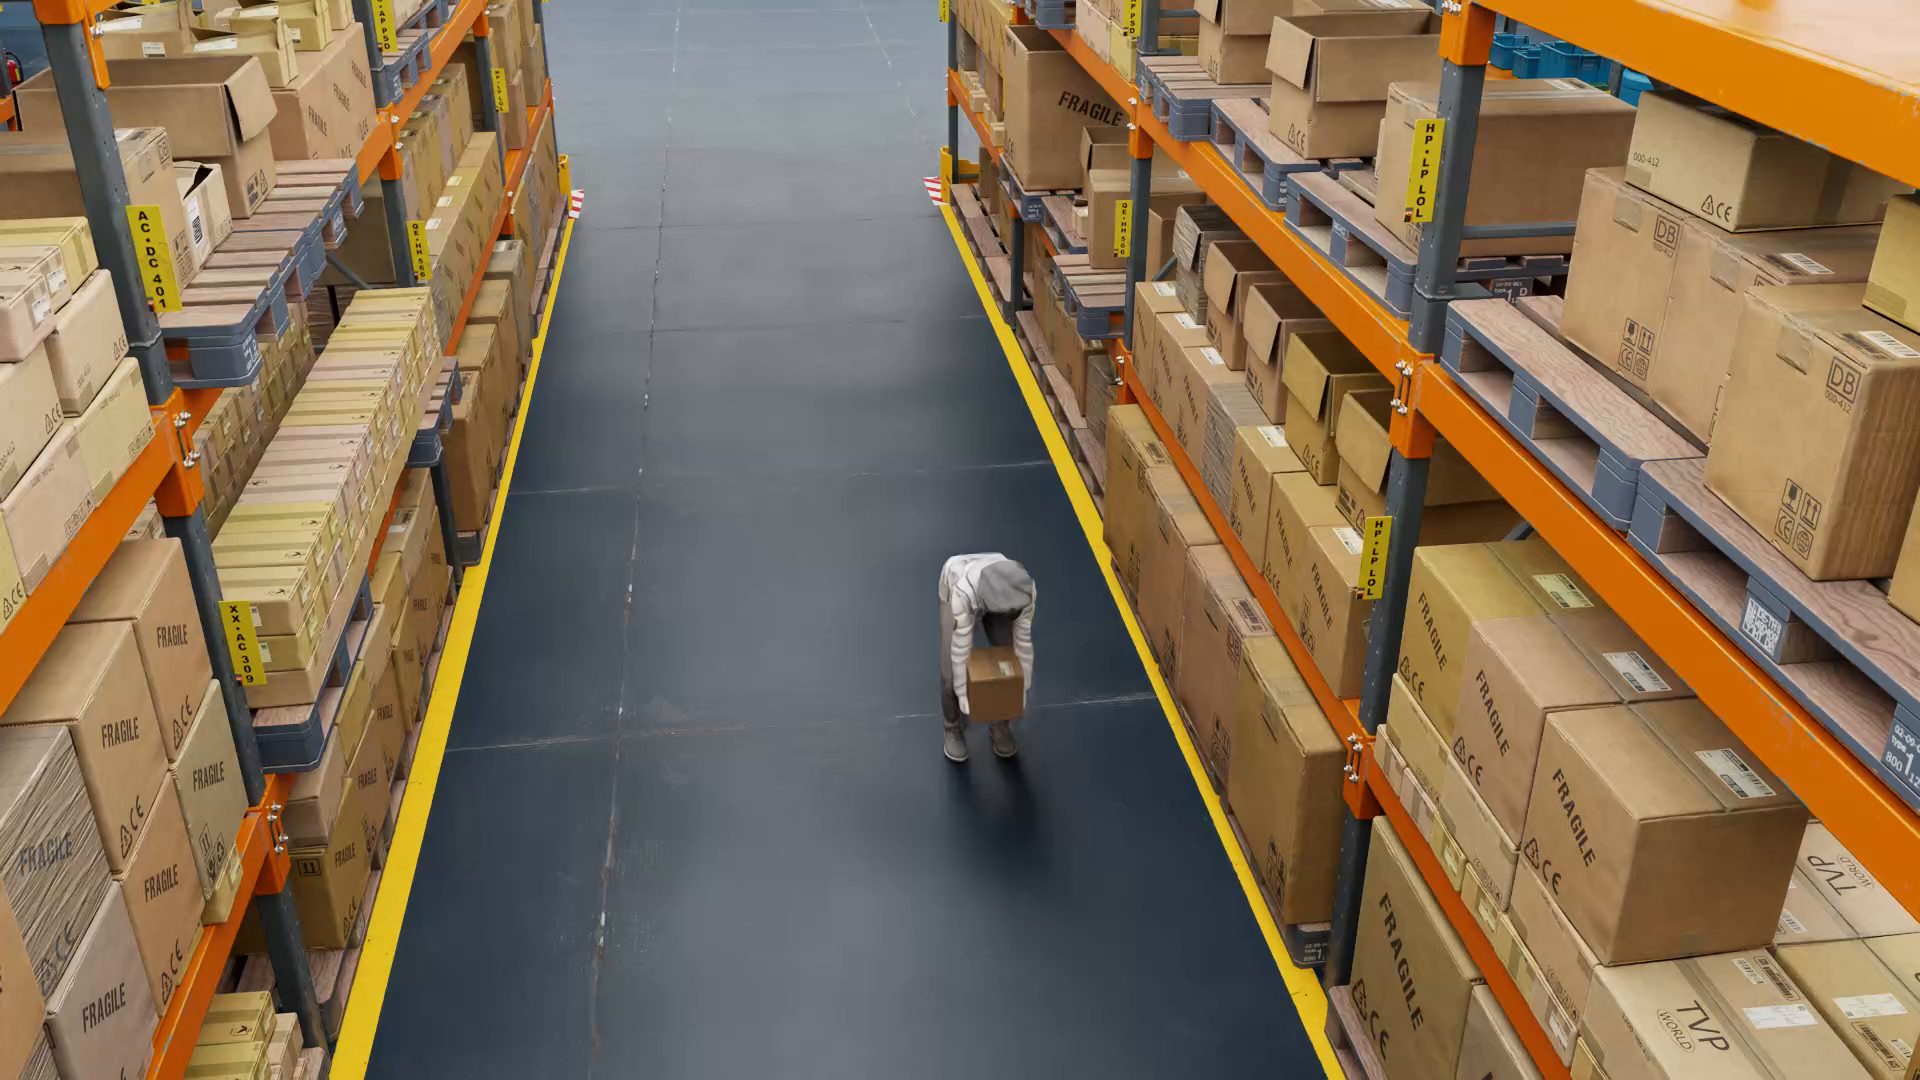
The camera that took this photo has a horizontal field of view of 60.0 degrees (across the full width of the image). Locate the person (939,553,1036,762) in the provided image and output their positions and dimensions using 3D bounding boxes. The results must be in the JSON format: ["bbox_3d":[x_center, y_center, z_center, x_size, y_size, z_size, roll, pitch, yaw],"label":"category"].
[{"bbox_3d":[0.137,0.562,7.927,0.405,1.307,0.886,-5,28,-9],"label":"person"}]
